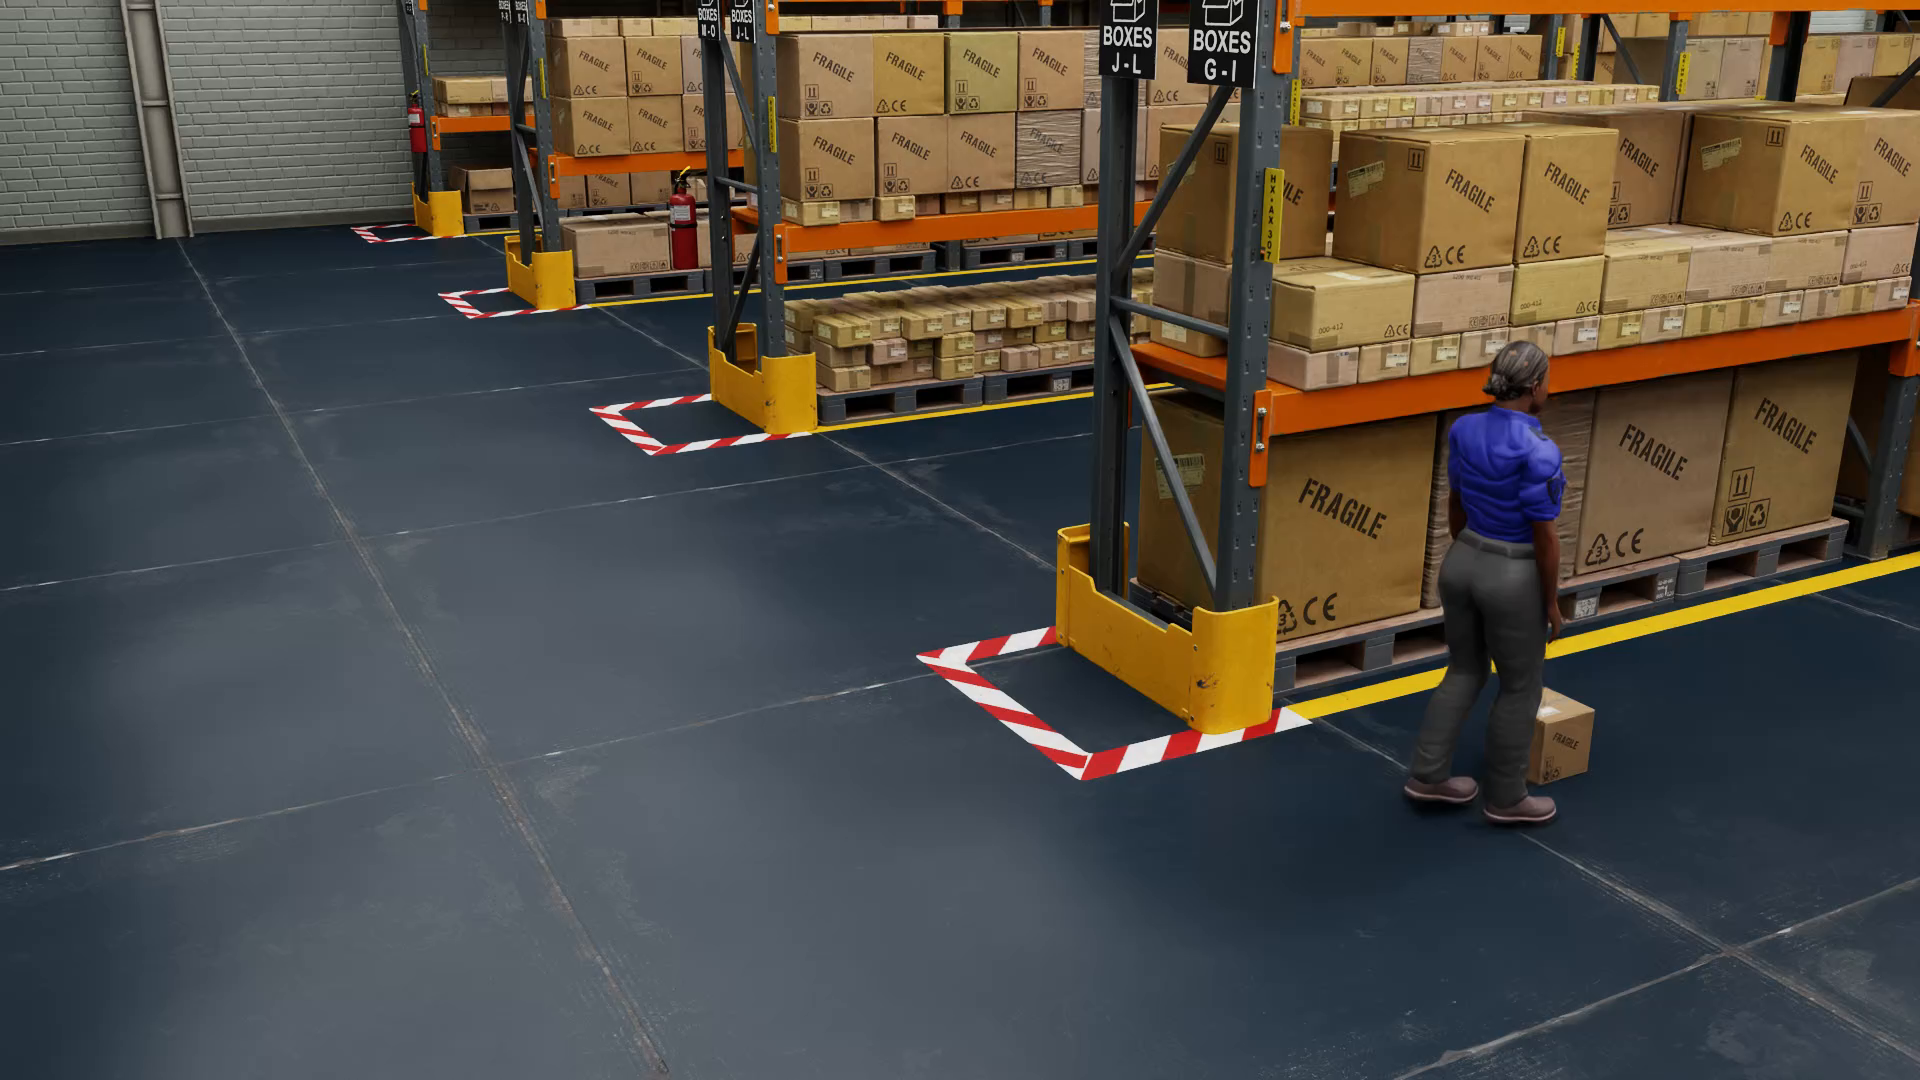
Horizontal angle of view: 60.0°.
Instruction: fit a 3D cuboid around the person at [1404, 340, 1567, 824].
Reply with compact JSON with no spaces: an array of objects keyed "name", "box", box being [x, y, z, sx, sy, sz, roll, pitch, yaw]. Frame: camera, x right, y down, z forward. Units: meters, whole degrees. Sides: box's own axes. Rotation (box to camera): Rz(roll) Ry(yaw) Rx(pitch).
[{"name":"person","box":[1.808,0.156,5.574,0.465,1.671,0.461,-11,21,-29]}]
